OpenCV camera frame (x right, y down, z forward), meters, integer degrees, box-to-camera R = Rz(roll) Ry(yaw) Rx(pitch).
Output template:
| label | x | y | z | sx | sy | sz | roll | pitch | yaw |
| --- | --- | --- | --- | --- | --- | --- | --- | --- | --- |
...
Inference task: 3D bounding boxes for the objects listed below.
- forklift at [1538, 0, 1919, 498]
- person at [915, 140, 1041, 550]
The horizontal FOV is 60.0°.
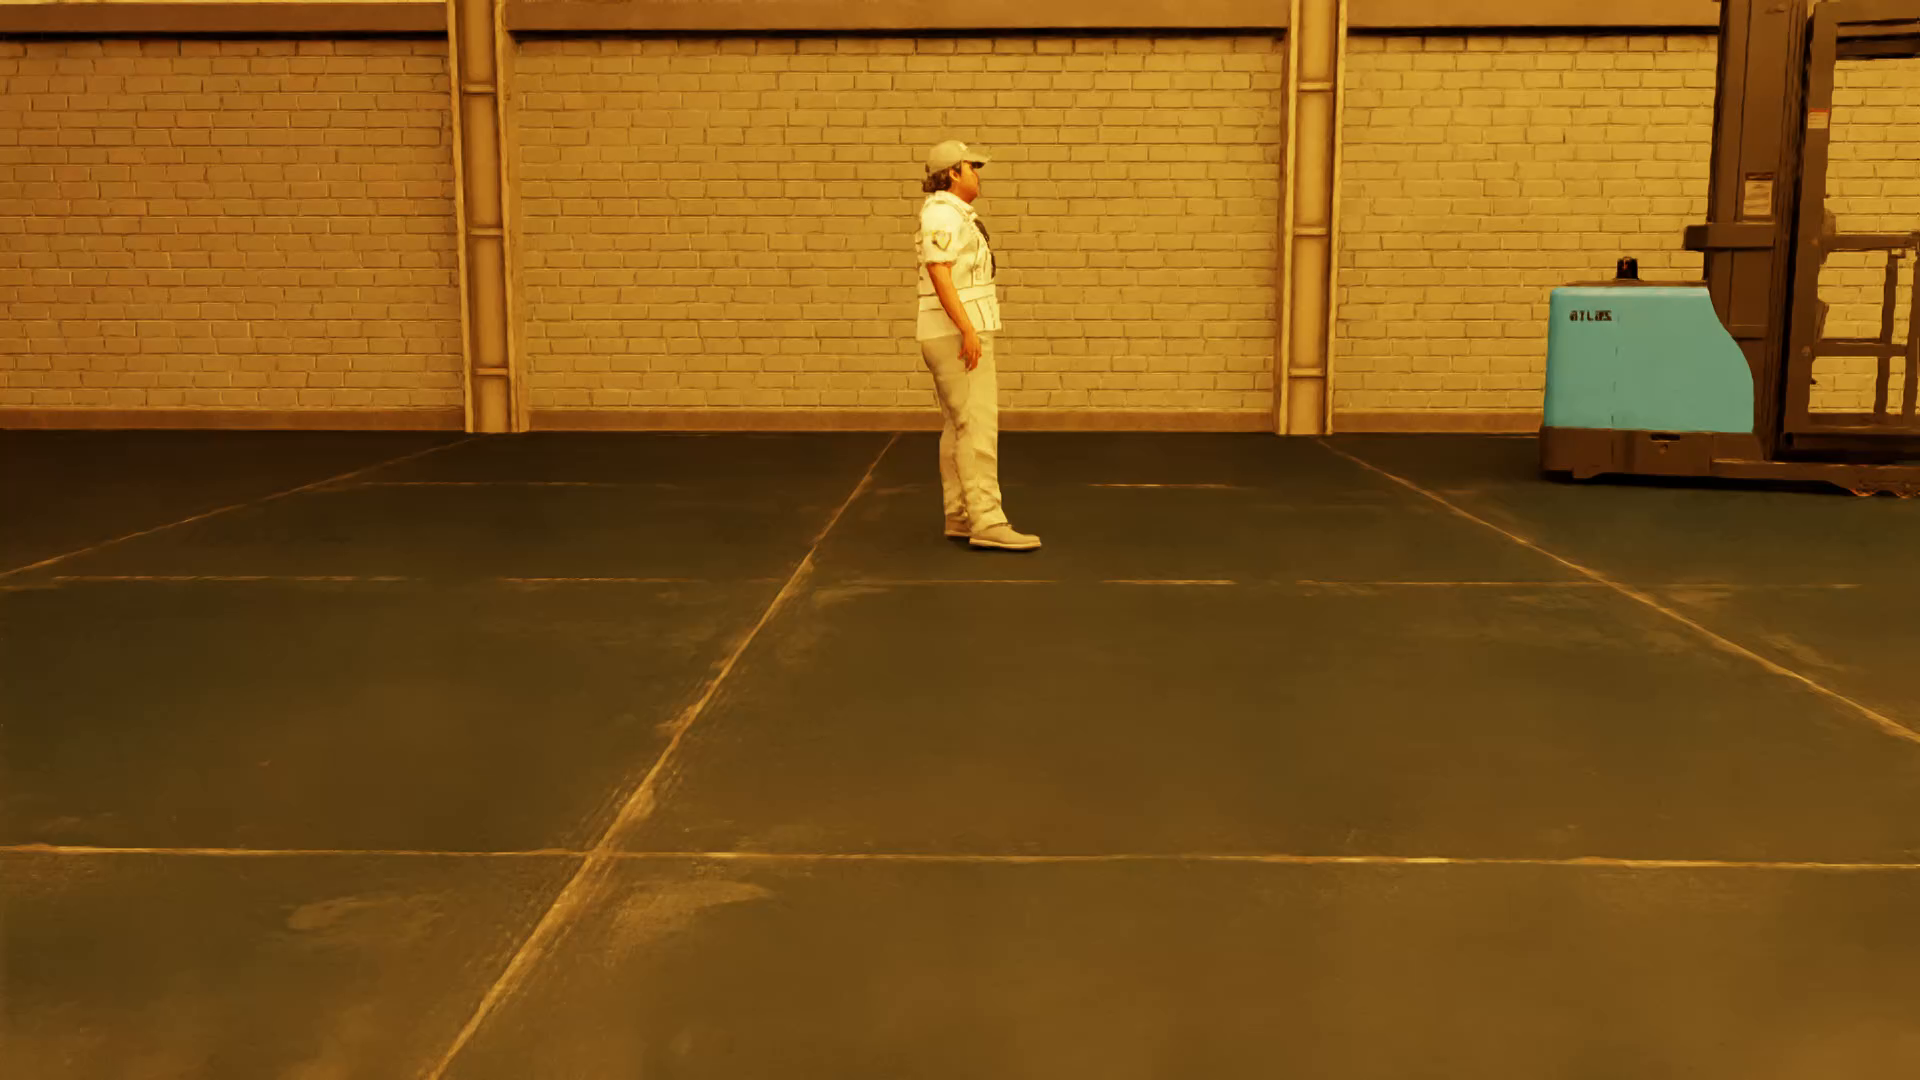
| label | x | y | z | sx | sy | sz | roll | pitch | yaw |
| --- | --- | --- | --- | --- | --- | --- | --- | --- | --- |
| forklift | 4.792 | -1.755 | 8.909 | 3.031 | 2.935 | 1.130 | 3 | 9 | 21 |
| person | 0.076 | -0.827 | 6.976 | 0.529 | 1.669 | 0.598 | 0 | 9 | 1 |
